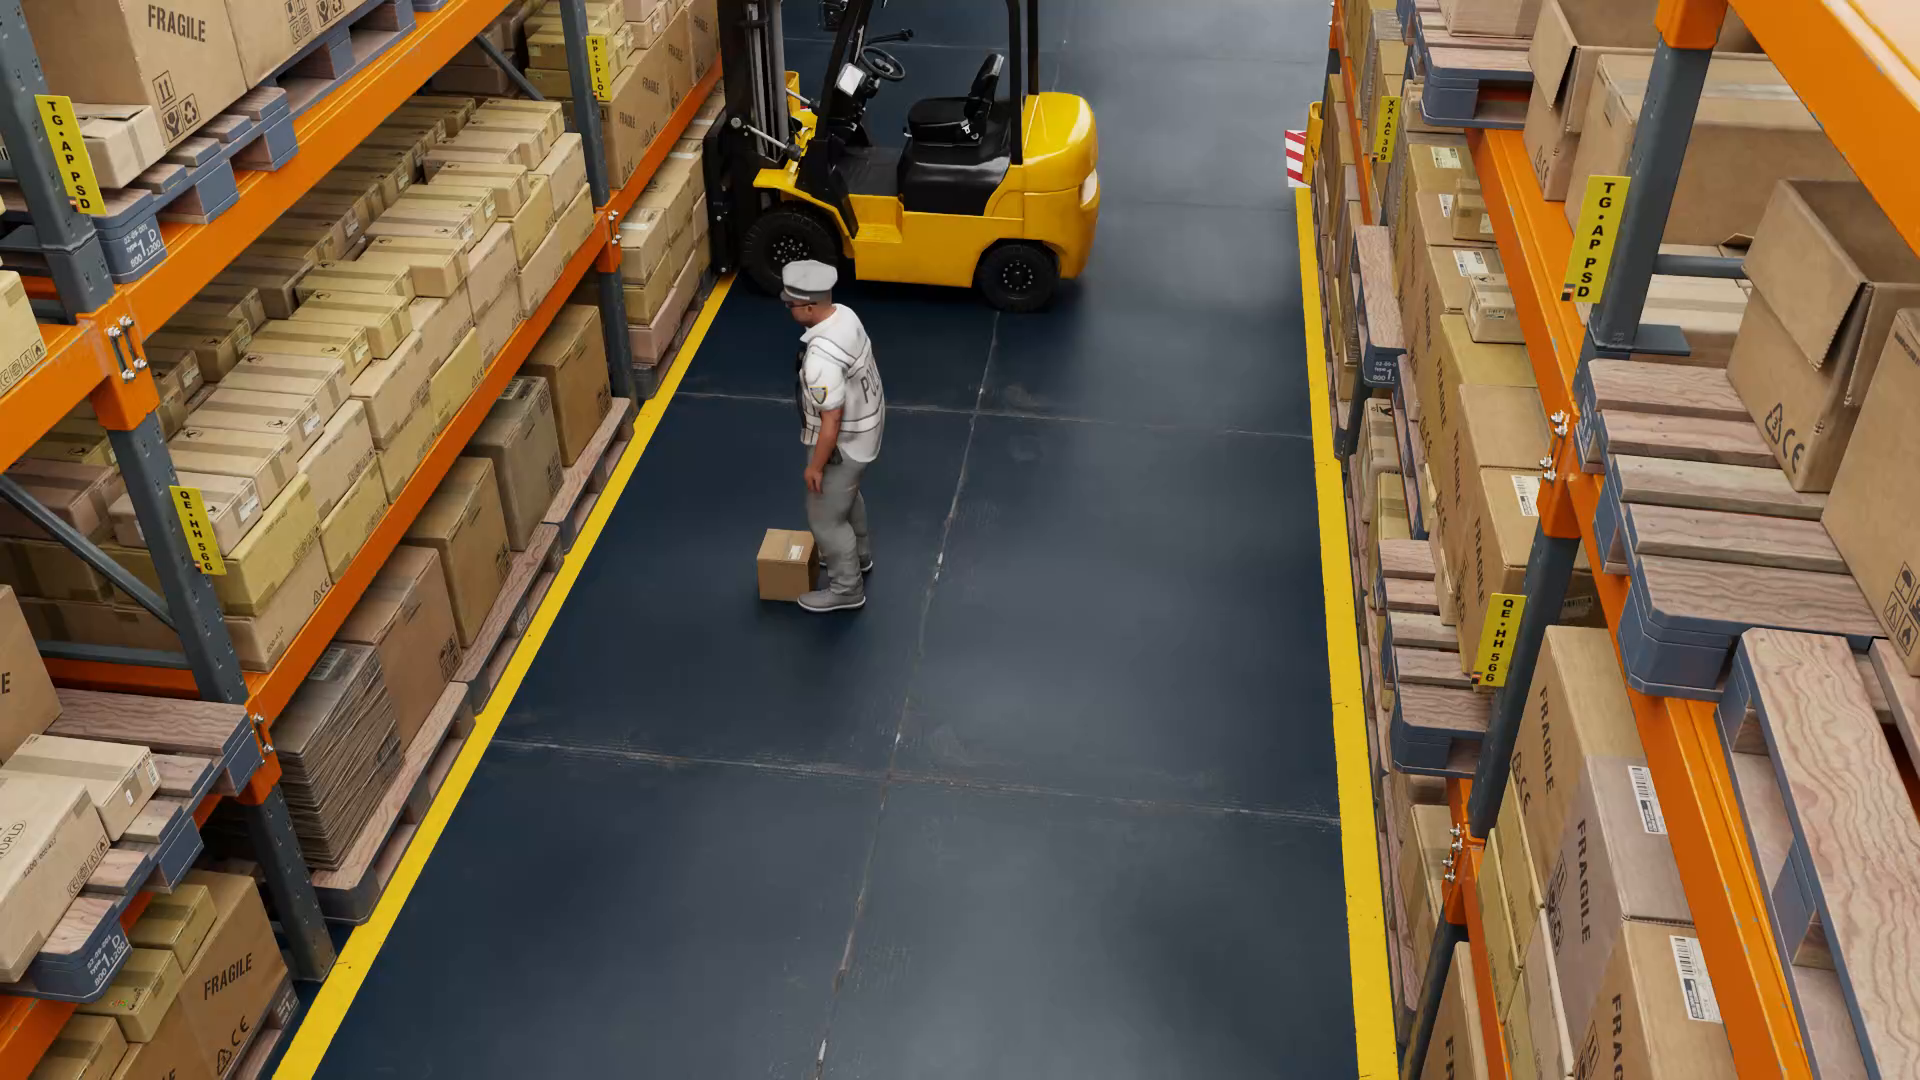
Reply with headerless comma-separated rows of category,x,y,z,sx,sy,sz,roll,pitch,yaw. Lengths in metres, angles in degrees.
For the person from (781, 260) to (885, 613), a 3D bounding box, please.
person,-0.567,-0.467,7.678,0.434,1.749,0.585,4,36,6
